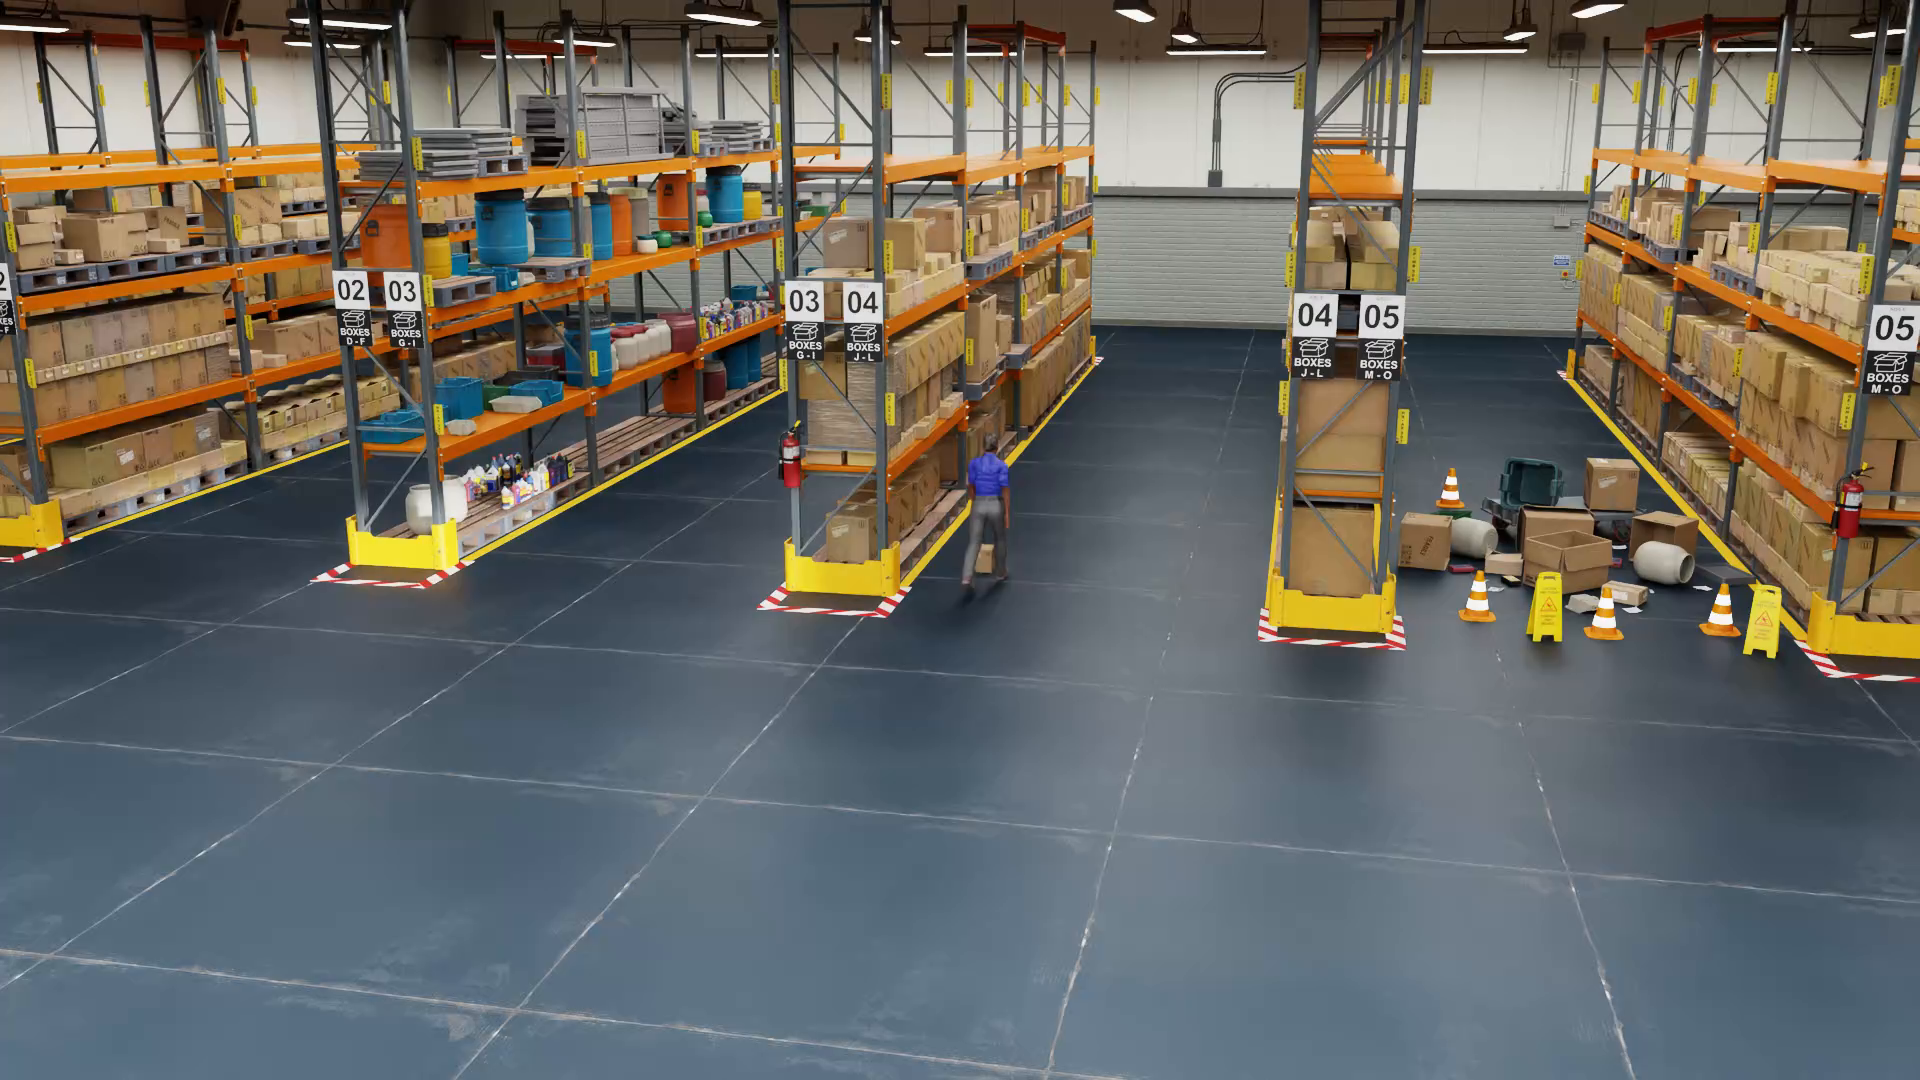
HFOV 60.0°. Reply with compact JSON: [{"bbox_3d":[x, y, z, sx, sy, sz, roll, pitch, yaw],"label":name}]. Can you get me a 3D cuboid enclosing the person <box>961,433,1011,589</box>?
[{"bbox_3d":[0.297,-0.306,17.200,0.460,1.614,0.993,2,15,9],"label":"person"}]
